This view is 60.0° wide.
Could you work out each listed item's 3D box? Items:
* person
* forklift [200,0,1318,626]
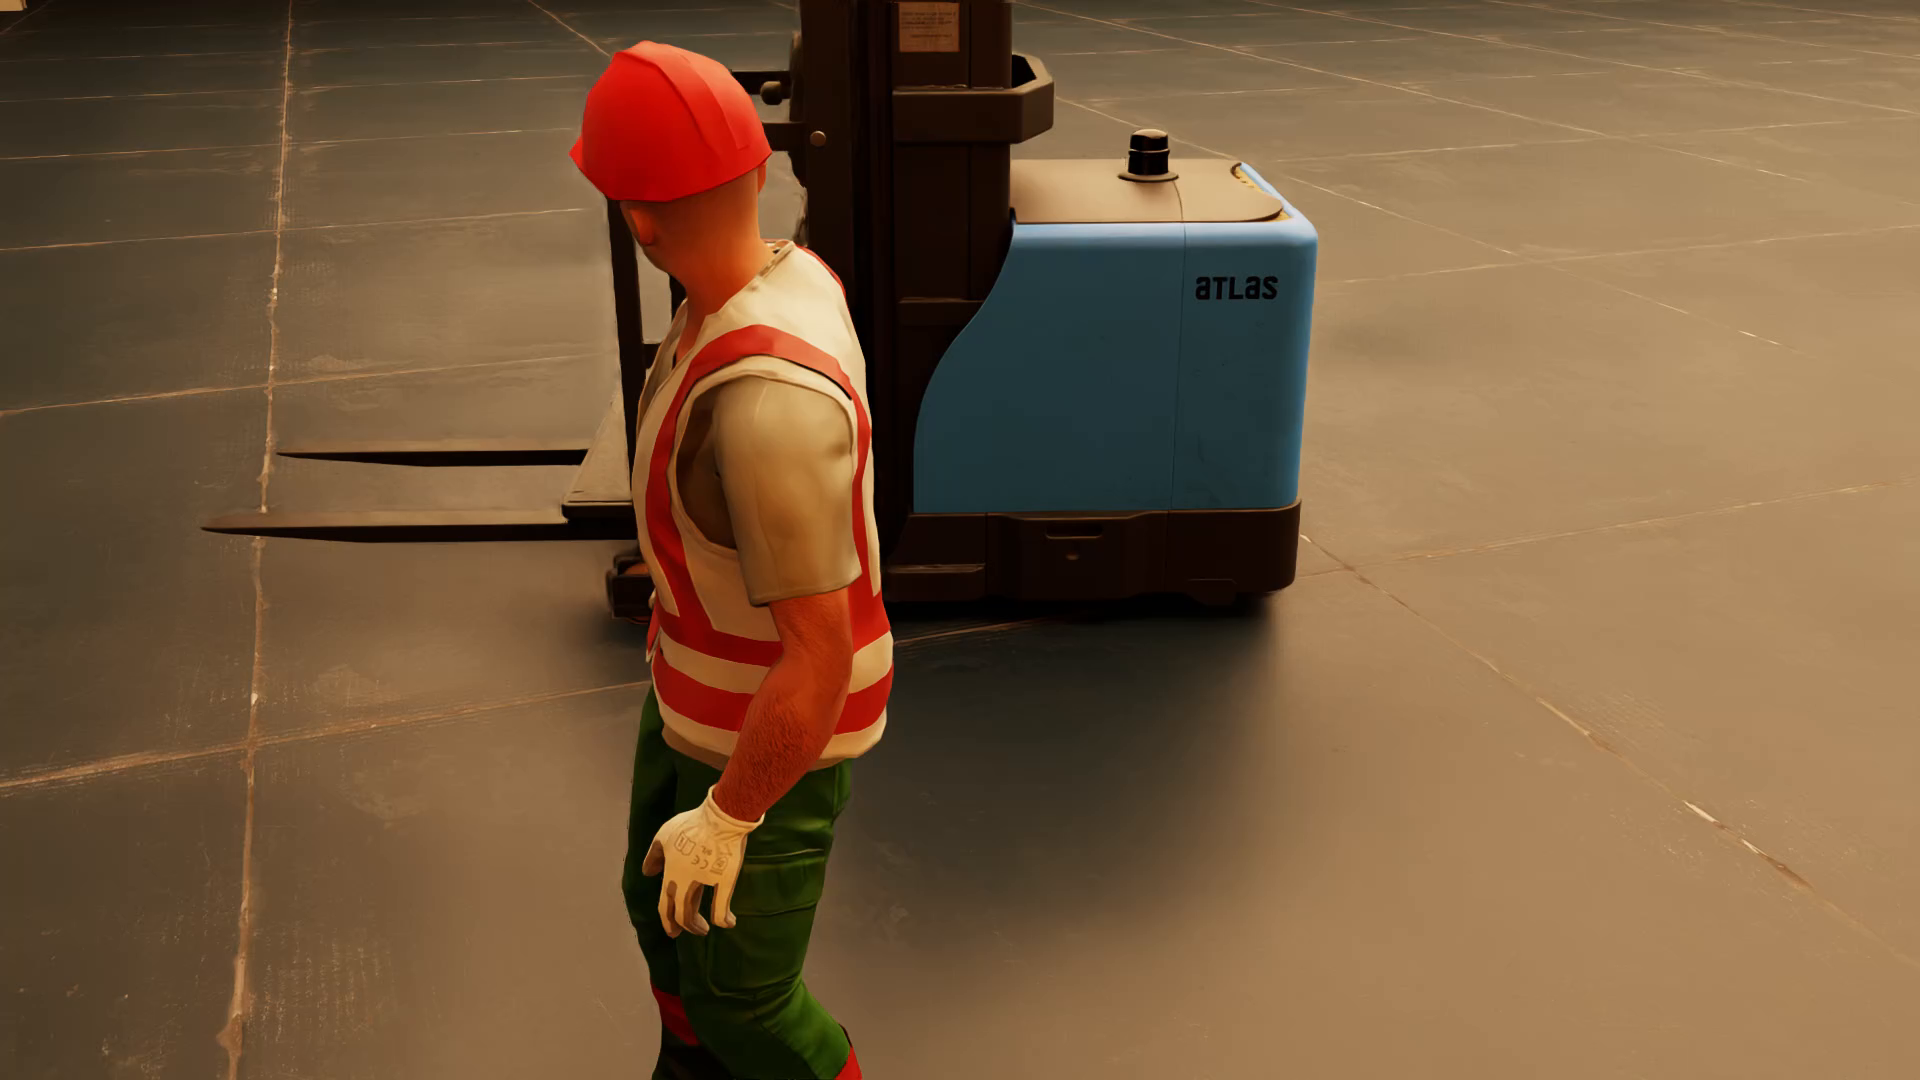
[{"bbox_3d":[-0.348,0.241,2.231,0.510,1.765,0.763,-6,24,-15],"label":"person"},{"bbox_3d":[-0.594,-1.328,4.456,3.031,2.935,1.130,-1,23,-2],"label":"forklift"}]
